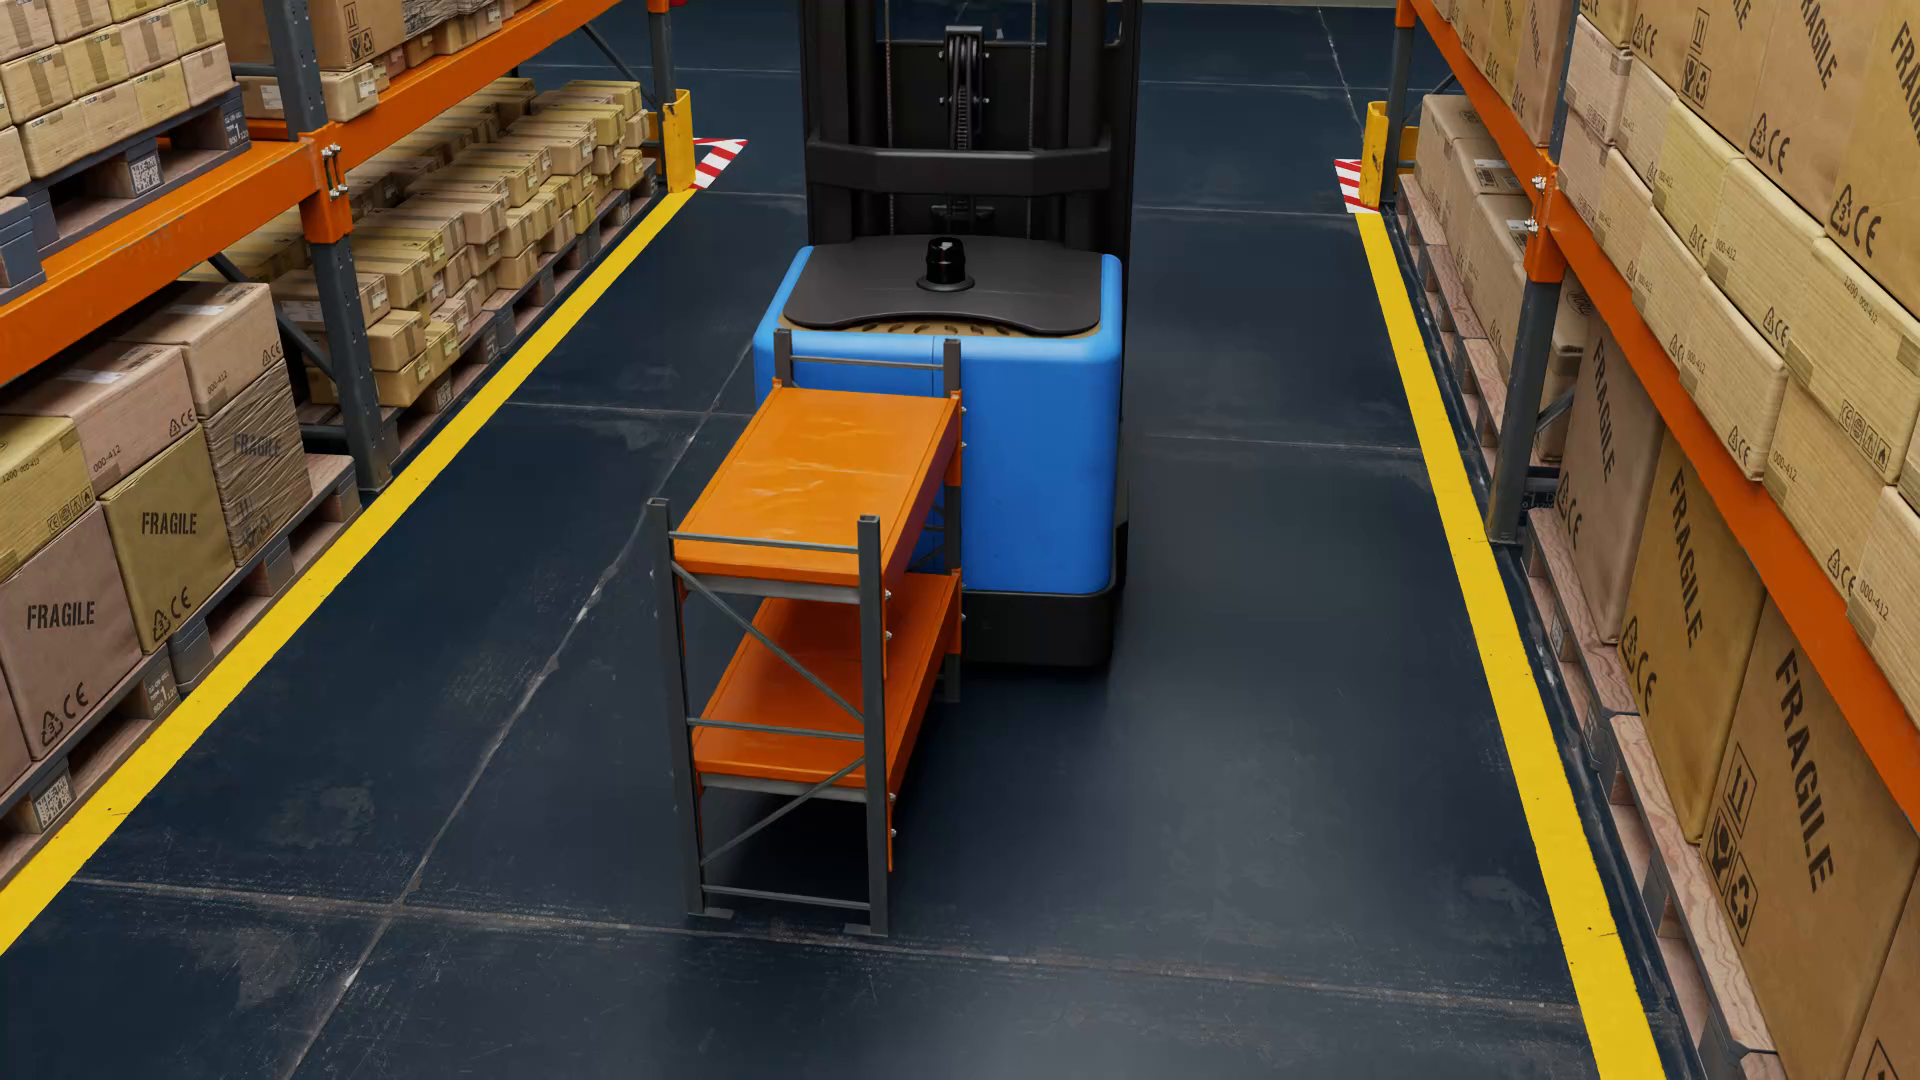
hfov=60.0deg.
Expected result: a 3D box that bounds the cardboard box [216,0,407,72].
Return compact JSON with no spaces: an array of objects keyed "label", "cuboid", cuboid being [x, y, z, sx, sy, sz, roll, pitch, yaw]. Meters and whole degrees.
[{"label":"cardboard box","cuboid":[-2.291,-1.936,5.762,0.500,0.500,0.500,3,28,5]}]

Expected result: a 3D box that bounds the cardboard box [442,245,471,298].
[{"label":"cardboard box","cuboid":[-2.268,-1.124,6.923,0.380,0.149,0.250,2,28,4]}]

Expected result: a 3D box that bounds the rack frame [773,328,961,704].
[{"label":"rack frame","cuboid":[-0.246,-0.044,4.645,0.500,1.125,0.032,5,29,8]}]

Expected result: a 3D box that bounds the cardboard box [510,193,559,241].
[{"label":"cardboard box","cuboid":[-2.062,-1.481,7.587,0.380,0.149,0.250,4,29,7]}]

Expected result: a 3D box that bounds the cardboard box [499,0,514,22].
[{"label":"cardboard box","cuboid":[-2.143,-2.298,7.118,0.380,0.149,0.250,4,29,8]}]

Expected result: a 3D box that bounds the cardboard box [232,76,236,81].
[{"label":"cardboard box","cuboid":[-2.876,-1.708,6.022,0.380,0.149,0.250,3,28,5]}]

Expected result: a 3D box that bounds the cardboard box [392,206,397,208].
[{"label":"cardboard box","cuboid":[-2.650,-1.384,7.406,0.380,0.149,0.250,2,28,4]}]

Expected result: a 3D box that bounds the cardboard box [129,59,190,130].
[{"label":"cardboard box","cuboid":[-2.485,-1.296,4.816,0.380,0.149,0.250,4,29,6]}]

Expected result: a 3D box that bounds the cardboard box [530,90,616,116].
[{"label":"cardboard box","cuboid":[-2.013,-2.239,8.678,0.380,0.149,0.250,4,29,7]}]

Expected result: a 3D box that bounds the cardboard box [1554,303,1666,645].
[{"label":"cardboard box","cuboid":[2.326,-0.256,4.860,0.875,0.875,0.875,4,29,8]}]

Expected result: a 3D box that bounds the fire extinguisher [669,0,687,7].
[{"label":"fire extinguisher","cuboid":[-1.623,-3.319,9.223,0.296,0.674,0.183,3,28,6]}]

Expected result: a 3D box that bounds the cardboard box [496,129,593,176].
[{"label":"cardboard box","cuboid":[-1.991,-1.861,7.978,0.380,0.149,0.250,4,29,8]}]

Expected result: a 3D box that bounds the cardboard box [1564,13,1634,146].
[{"label":"cardboard box","cuboid":[1.989,-1.266,4.568,0.500,0.250,0.500,3,28,5]}]

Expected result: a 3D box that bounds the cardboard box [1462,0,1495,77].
[{"label":"cardboard box","cuboid":[2.231,-2.060,6.306,0.500,0.500,0.500,3,28,5]}]

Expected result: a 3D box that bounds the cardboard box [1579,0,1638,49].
[{"label":"cardboard box","cuboid":[1.984,-1.597,4.391,0.500,0.500,0.500,4,29,7]}]

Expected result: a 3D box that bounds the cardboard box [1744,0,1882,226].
[{"label":"cardboard box","cuboid":[1.828,-0.876,3.053,0.500,0.500,0.500,3,28,5]}]

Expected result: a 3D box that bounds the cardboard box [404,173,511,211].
[{"label":"cardboard box","cuboid":[-2.207,-1.505,7.317,0.380,0.149,0.250,2,28,4]}]

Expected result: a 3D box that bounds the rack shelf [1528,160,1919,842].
[{"label":"rack shelf","cuboid":[2.078,-0.045,3.429,1.077,0.370,4.000,3,28,6]}]

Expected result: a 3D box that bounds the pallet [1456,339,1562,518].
[{"label":"pallet","cuboid":[2.494,-0.429,6.323,1.003,0.211,1.213,3,28,6]}]

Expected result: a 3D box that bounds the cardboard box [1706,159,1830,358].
[{"label":"cardboard box","cuboid":[1.805,-0.545,3.230,0.500,0.250,0.500,3,28,5]}]

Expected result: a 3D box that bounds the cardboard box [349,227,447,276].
[{"label":"cardboard box","cuboid":[-2.280,-1.133,6.626,0.380,0.149,0.250,3,28,5]}]

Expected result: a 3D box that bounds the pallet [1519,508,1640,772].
[{"label":"pallet","cuboid":[2.303,0.292,4.985,1.003,0.211,1.213,3,28,6]}]

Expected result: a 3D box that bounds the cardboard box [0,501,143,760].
[{"label":"cardboard box","cuboid":[-2.573,0.218,4.375,0.500,0.500,0.500,3,28,5]}]

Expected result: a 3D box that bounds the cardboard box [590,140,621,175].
[{"label":"cardboard box","cuboid":[-1.955,-1.977,8.506,0.380,0.149,0.250,2,28,4]}]

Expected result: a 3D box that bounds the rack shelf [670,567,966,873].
[{"label":"rack shelf","cuboid":[-0.331,0.409,4.320,0.538,0.278,1.000,5,29,8]}]

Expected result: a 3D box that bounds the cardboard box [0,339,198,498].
[{"label":"cardboard box","cuboid":[-2.519,-0.351,4.641,0.500,0.250,0.500,5,29,9]}]

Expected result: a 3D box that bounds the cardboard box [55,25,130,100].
[{"label":"cardboard box","cuboid":[-2.519,-1.309,4.525,0.380,0.149,0.250,5,29,8]}]

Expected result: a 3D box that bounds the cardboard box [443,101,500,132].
[{"label":"cardboard box","cuboid":[-2.586,-2.143,8.500,0.380,0.149,0.250,3,28,6]}]

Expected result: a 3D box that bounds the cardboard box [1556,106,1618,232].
[{"label":"cardboard box","cuboid":[2.007,-1.045,4.685,0.500,0.250,0.500,3,28,5]}]

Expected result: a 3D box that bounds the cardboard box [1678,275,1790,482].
[{"label":"cardboard box","cuboid":[1.796,-0.326,3.351,0.500,0.250,0.500,3,28,5]}]

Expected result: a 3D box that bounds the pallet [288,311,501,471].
[{"label":"pallet","cuboid":[-2.555,-0.633,6.703,1.003,0.211,1.213,3,28,6]}]

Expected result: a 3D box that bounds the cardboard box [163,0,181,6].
[{"label":"cardboard box","cuboid":[-2.458,-1.679,4.898,0.380,0.149,0.250,5,29,9]}]

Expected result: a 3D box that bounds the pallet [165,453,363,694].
[{"label":"pallet","cuboid":[-2.696,0.051,5.432,1.003,0.211,1.213,3,28,6]}]

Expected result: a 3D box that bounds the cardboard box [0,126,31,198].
[{"label":"cardboard box","cuboid":[-2.578,-0.930,4.136,0.380,0.149,0.250,2,28,4]}]

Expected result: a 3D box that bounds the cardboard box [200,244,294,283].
[{"label":"cardboard box","cuboid":[-2.825,-1.040,6.453,0.380,0.149,0.250,4,29,7]}]

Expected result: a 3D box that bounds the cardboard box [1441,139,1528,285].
[{"label":"cardboard box","cuboid":[2.728,-1.495,7.621,0.875,0.438,0.875,4,29,8]}]

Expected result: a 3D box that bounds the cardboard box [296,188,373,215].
[{"label":"cardboard box","cuboid":[-2.751,-1.408,7.136,0.380,0.149,0.250,2,28,4]}]

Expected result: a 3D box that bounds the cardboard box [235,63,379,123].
[{"label":"cardboard box","cuboid":[-2.243,-1.547,5.723,0.380,0.149,0.250,4,29,8]}]

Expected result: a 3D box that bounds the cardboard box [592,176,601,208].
[{"label":"cardboard box","cuboid":[-2.036,-1.732,8.366,0.380,0.149,0.250,4,29,7]}]

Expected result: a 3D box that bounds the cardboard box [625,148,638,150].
[{"label":"cardboard box","cuboid":[-1.970,-2.096,9.040,0.380,0.149,0.250,4,29,7]}]

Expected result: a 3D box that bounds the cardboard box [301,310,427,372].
[{"label":"cardboard box","cuboid":[-2.240,-0.756,6.239,0.380,0.149,0.250,5,29,9]}]

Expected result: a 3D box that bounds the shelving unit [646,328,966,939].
[{"label":"shelving unit","cuboid":[-0.331,0.194,4.204,0.538,1.125,1.048,5,29,8]}]

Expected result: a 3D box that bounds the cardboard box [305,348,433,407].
[{"label":"cardboard box","cuboid":[-2.239,-0.625,6.311,0.380,0.149,0.250,2,28,4]}]

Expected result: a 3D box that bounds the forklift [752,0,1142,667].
[{"label":"forklift","cuboid":[0.052,-1.585,5.602,1.130,2.935,3.031,2,28,4]}]

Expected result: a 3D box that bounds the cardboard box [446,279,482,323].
[{"label":"cardboard box","cuboid":[-2.246,-0.993,6.994,0.380,0.149,0.250,3,28,5]}]

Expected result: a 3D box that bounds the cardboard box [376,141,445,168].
[{"label":"cardboard box","cuboid":[-2.655,-1.770,7.808,0.380,0.149,0.250,4,29,7]}]

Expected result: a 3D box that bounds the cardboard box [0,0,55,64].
[{"label":"cardboard box","cuboid":[-2.555,-1.307,4.208,0.380,0.149,0.250,3,28,6]}]

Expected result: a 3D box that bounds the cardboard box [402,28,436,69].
[{"label":"cardboard box","cuboid":[-2.265,-1.929,6.432,0.380,0.149,0.250,2,28,4]}]

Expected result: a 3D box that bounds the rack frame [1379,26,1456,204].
[{"label":"rack frame","cuboid":[2.813,-3.186,8.500,1.000,3.000,0.127,3,28,6]}]

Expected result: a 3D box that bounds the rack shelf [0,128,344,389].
[{"label":"rack shelf","cuboid":[-2.847,-0.285,3.874,1.077,0.370,4.000,3,28,6]}]

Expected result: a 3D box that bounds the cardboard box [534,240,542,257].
[{"label":"cardboard box","cuboid":[-2.164,-1.367,7.687,0.380,0.149,0.250,4,29,8]}]
